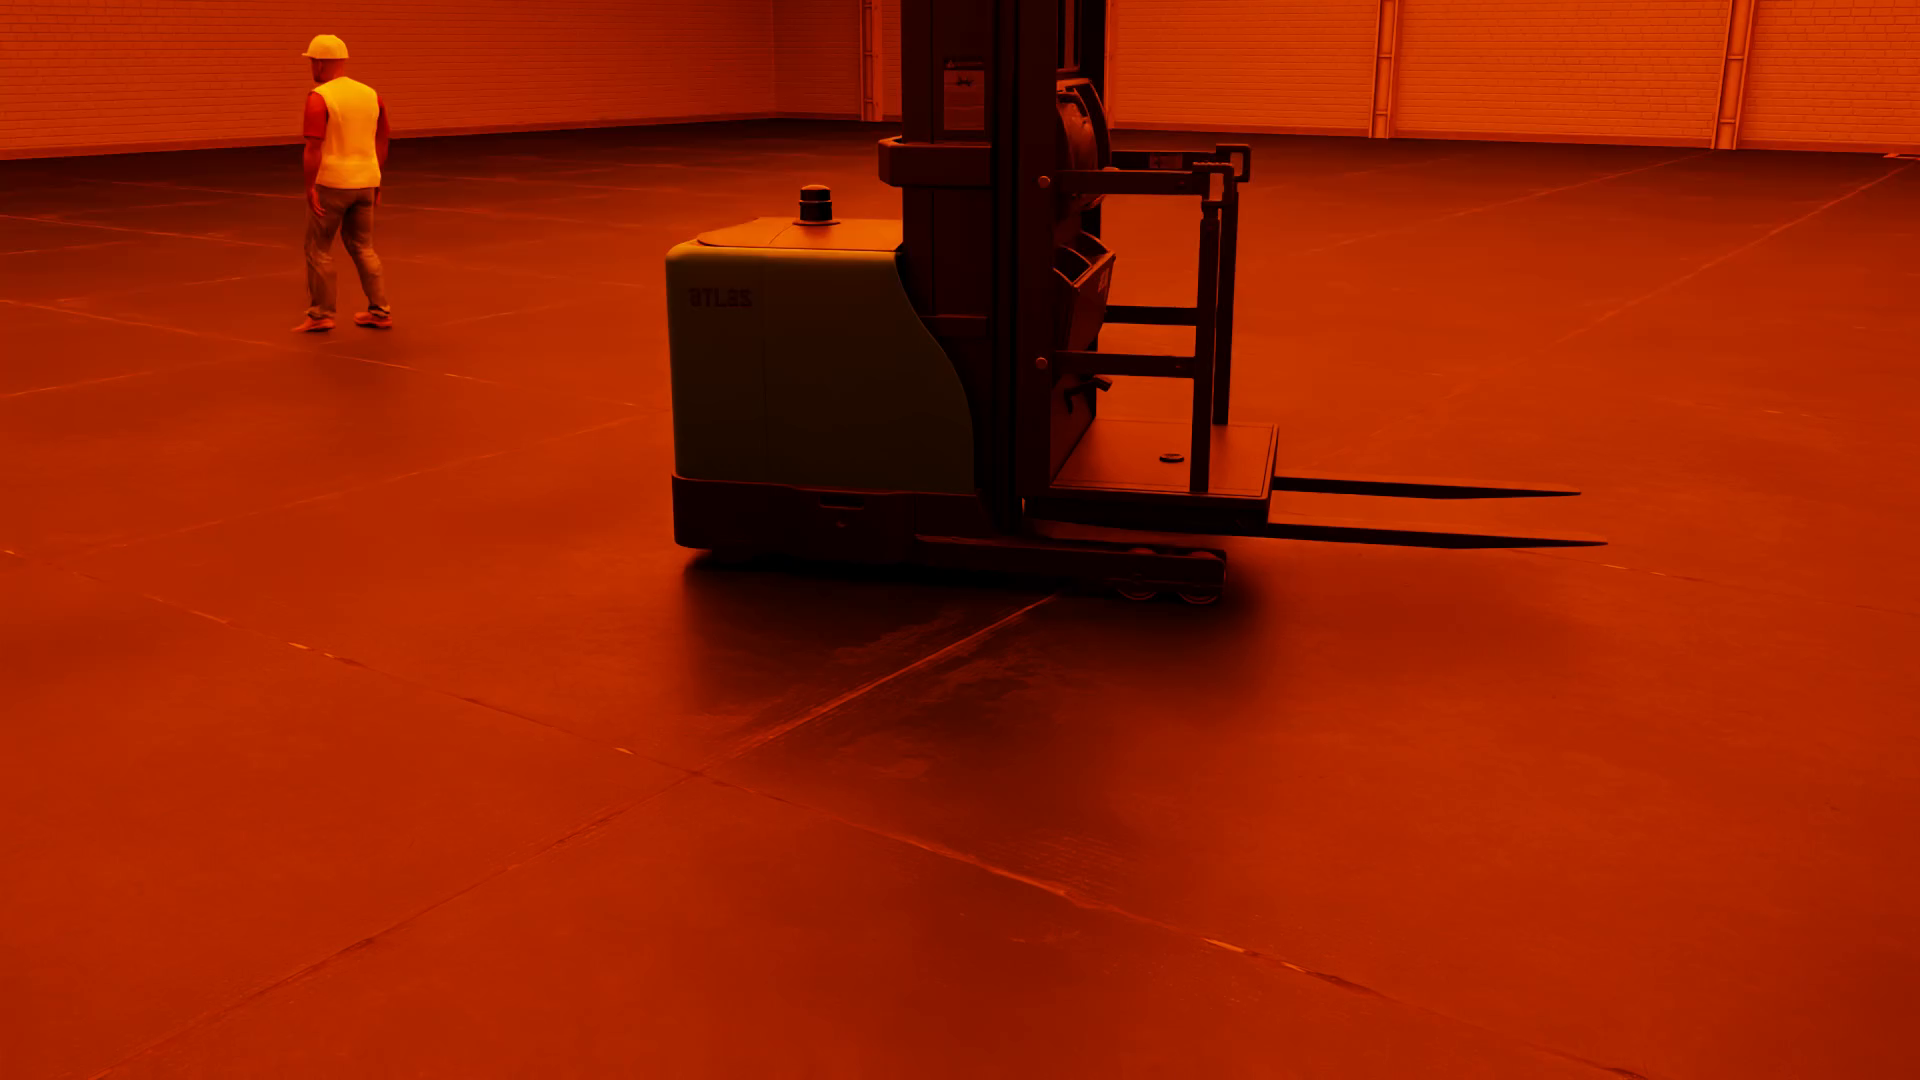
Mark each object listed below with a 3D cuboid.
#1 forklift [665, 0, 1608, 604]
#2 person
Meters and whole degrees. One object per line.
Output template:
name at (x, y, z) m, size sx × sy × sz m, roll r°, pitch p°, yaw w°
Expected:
forklift at (0.595, -1.367, 5.404) m, size 3.031 × 2.935 × 1.130 m, roll 4°, pitch 17°, yaw 12°
person at (-3.827, -2.162, 10.192) m, size 0.521 × 1.792 × 0.658 m, roll 9°, pitch 19°, yaw 27°
